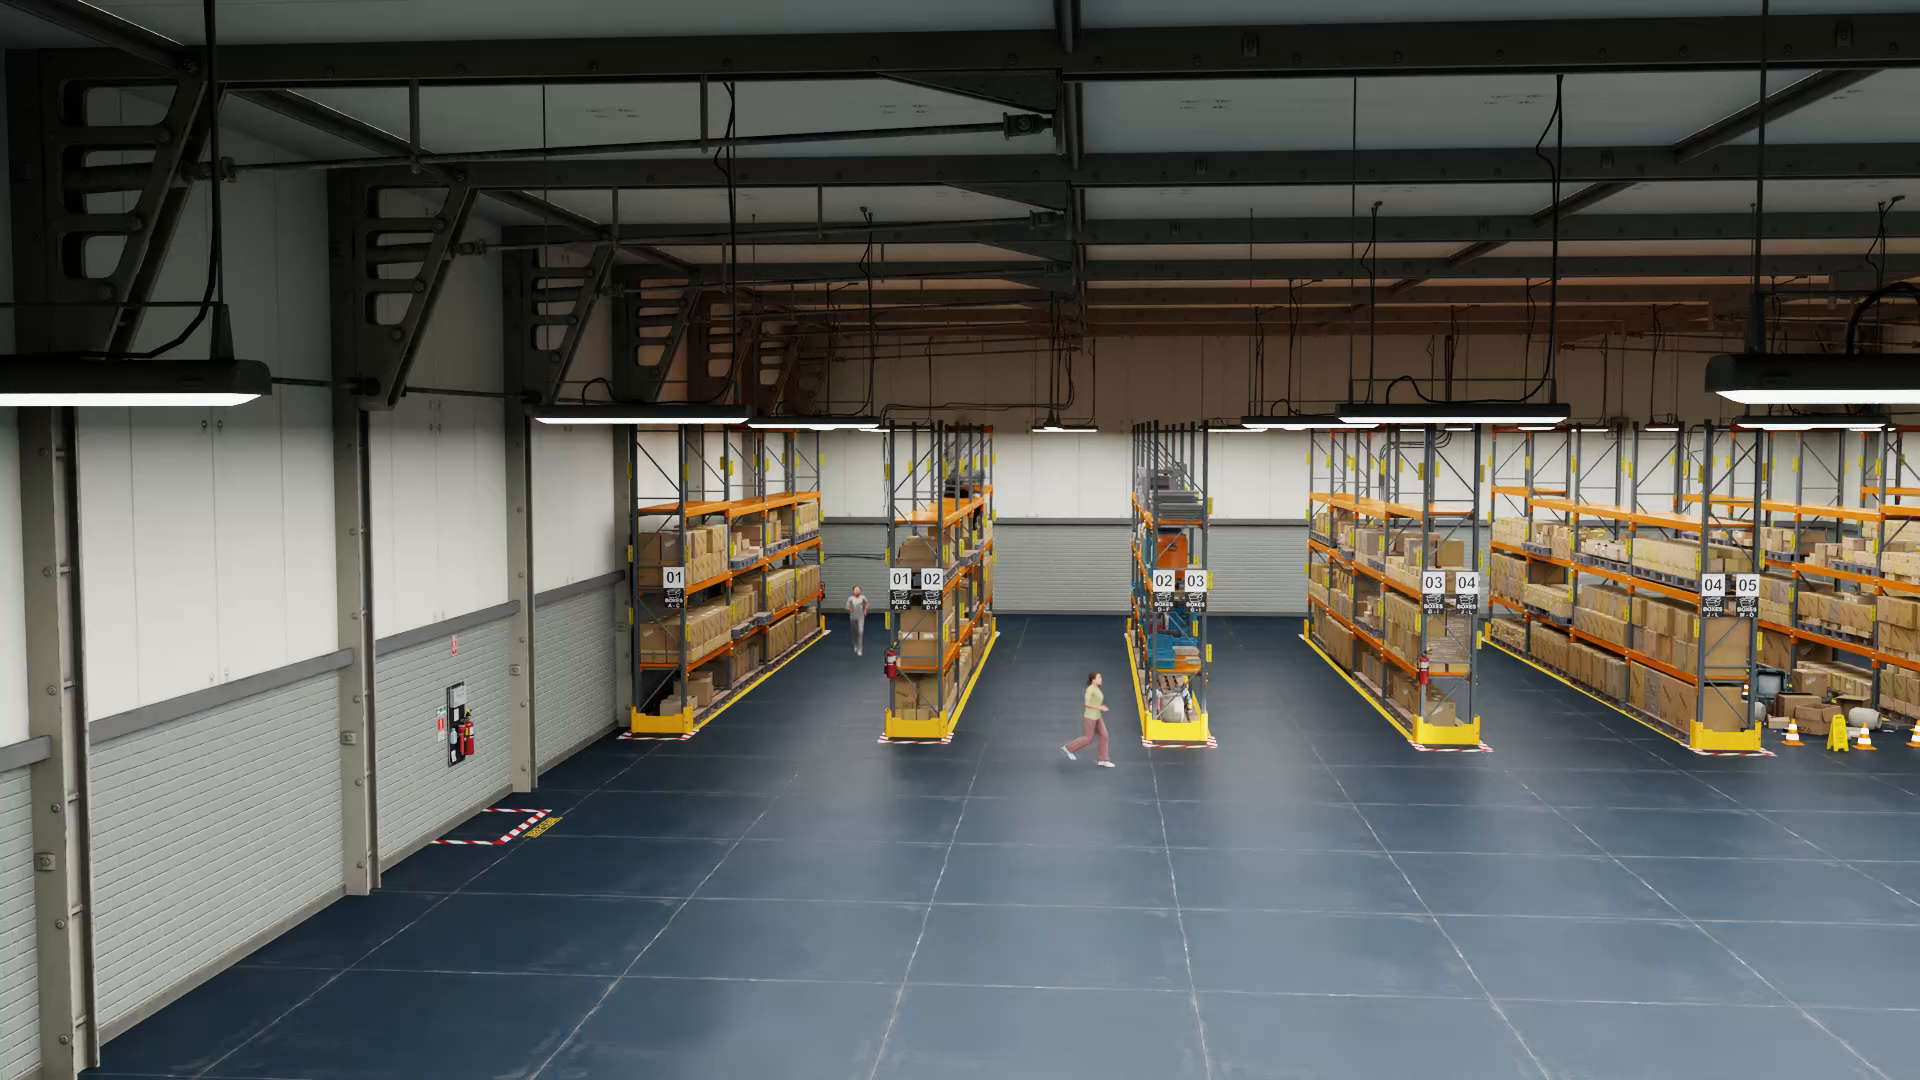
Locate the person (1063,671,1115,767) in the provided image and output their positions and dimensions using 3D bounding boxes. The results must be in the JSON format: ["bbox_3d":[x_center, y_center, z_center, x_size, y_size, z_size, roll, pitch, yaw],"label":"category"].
[{"bbox_3d":[2.234,3.076,28.683,0.926,1.654,0.562,2,4,23],"label":"person"}]

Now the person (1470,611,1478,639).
[{"bbox_3d":[13.396,2.108,43.939,0.600,1.657,0.741,1,4,11],"label":"person"}]

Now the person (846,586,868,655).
[{"bbox_3d":[-2.552,1.974,41.221,0.566,1.697,0.888,0,4,-5],"label":"person"}]

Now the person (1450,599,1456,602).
[{"bbox_3d":[14.080,1.900,46.919,0.530,1.714,0.713,-2,4,-33],"label":"person"}]
